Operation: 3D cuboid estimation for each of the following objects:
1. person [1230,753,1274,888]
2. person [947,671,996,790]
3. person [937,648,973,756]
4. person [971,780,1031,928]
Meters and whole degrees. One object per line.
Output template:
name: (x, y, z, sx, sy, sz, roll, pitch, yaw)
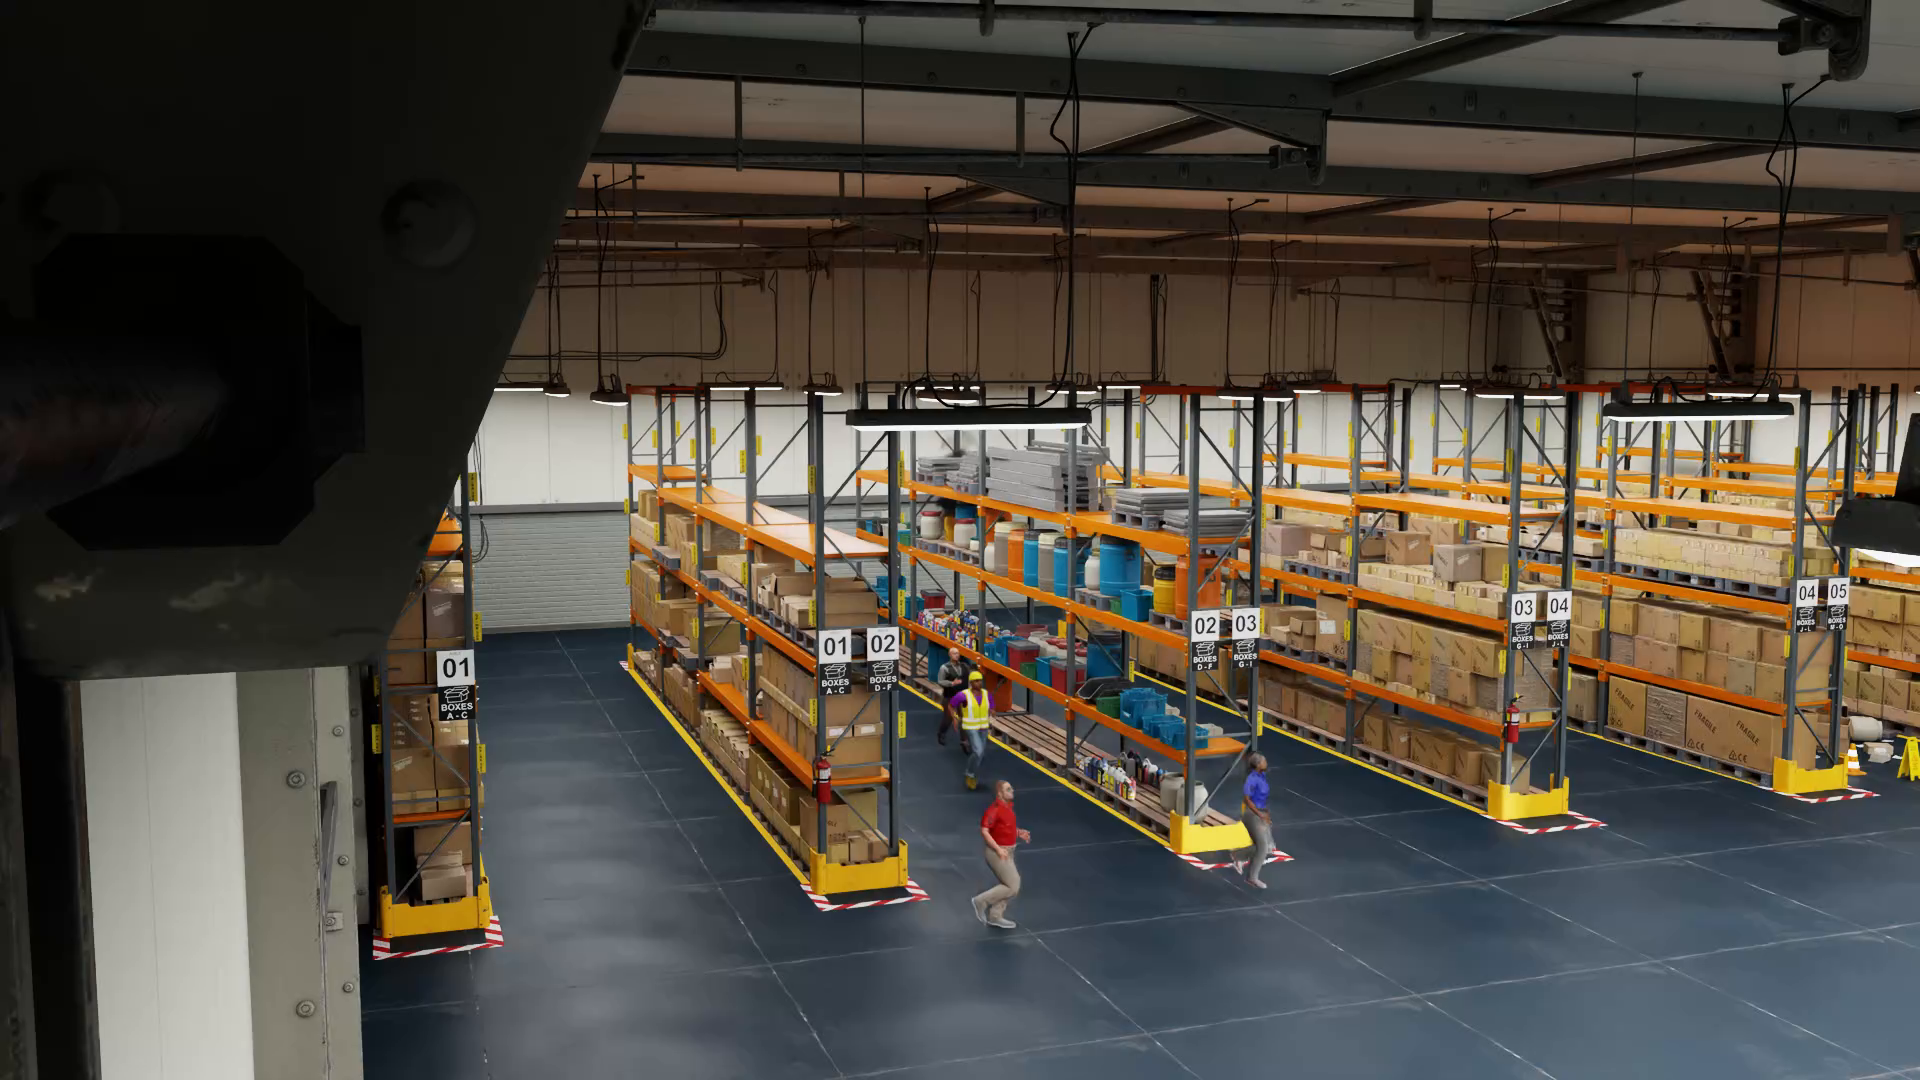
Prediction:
person: (3.619, 3.436, 20.527, 0.549, 1.621, 0.625, 3, 6, 25)
person: (0.246, 2.871, 25.075, 0.677, 1.786, 0.720, -4, 7, -32)
person: (-0.076, 2.626, 27.437, 0.660, 1.716, 0.954, -2, 6, -23)
person: (0.475, 3.554, 18.854, 0.636, 1.698, 0.650, 1, 6, 11)
